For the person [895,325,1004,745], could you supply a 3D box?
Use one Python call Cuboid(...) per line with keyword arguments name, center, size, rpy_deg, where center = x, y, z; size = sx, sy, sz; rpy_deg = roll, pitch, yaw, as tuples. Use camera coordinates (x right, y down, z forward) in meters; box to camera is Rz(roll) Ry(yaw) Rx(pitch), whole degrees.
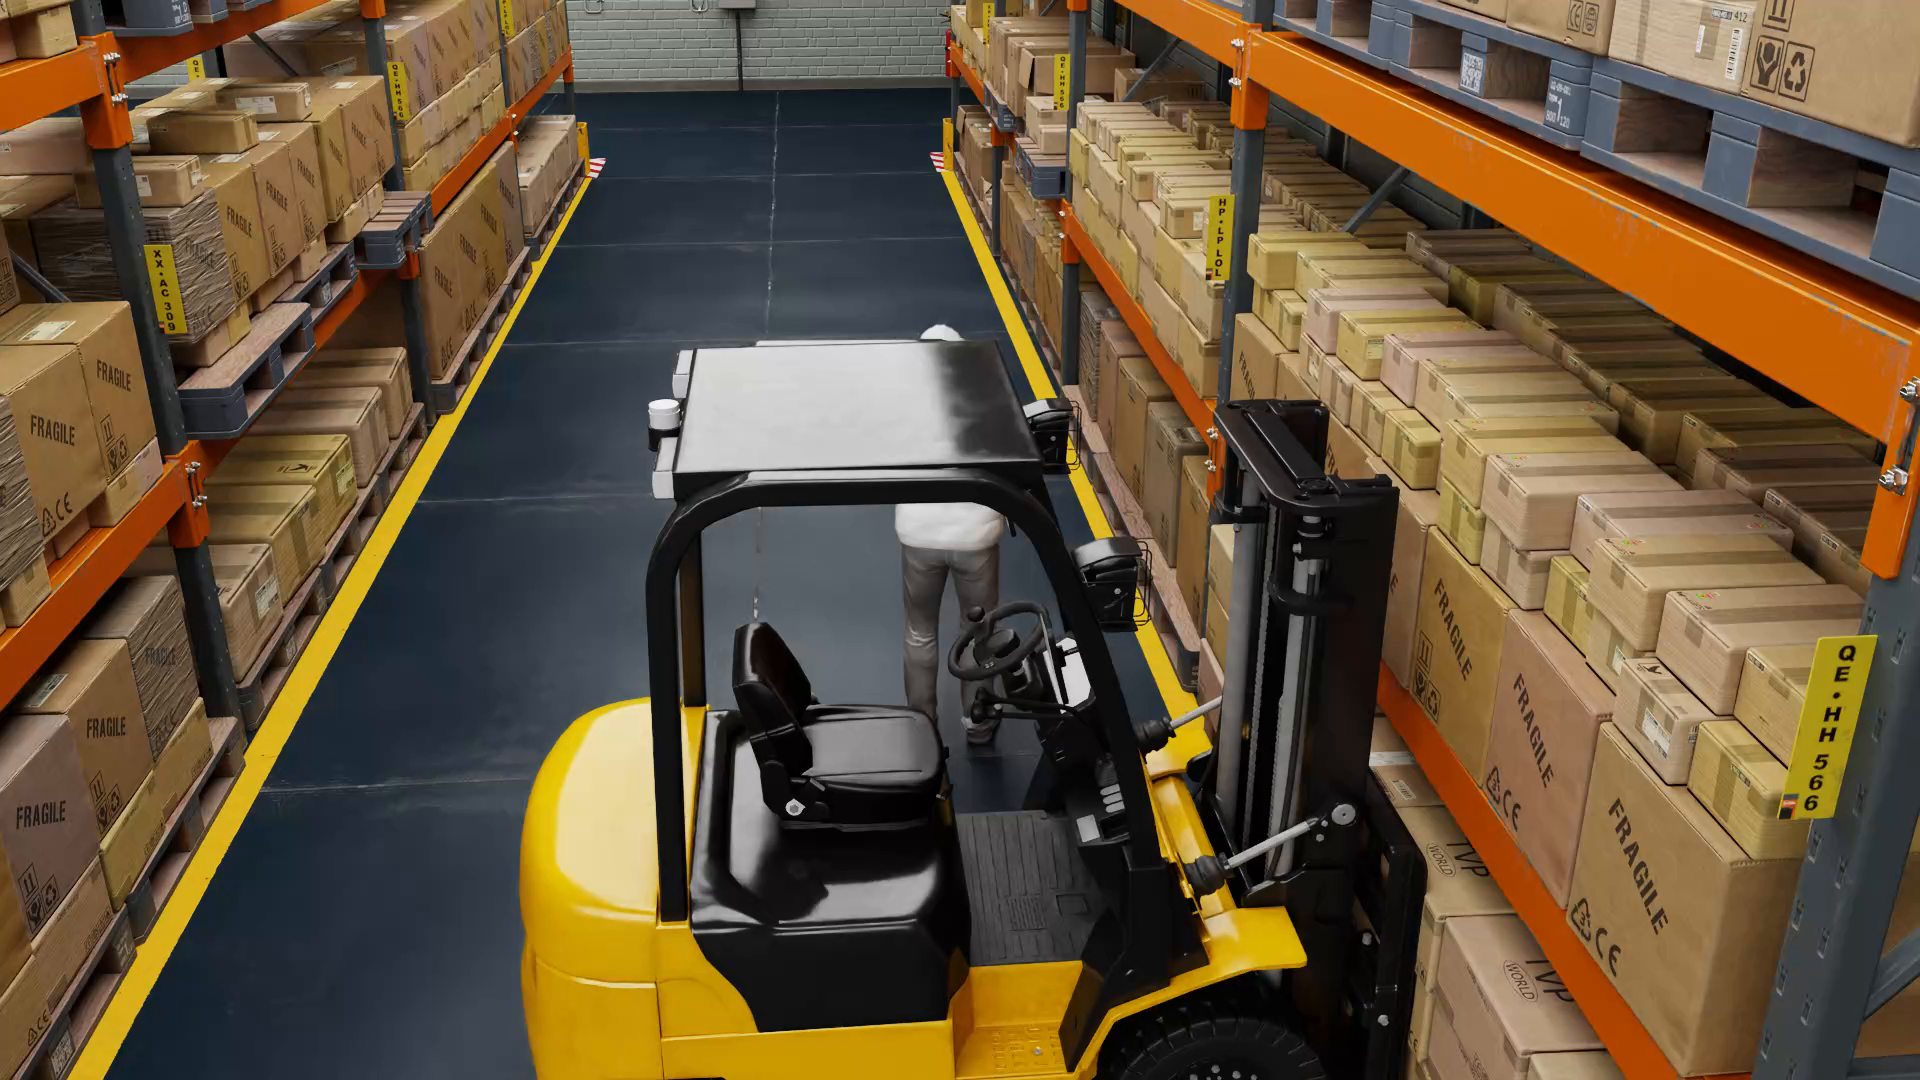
Cuboid(name="person", center=(-0.040, -0.050, 6.692), size=(0.504, 1.760, 0.584), rpy_deg=(4, 24, 8))
